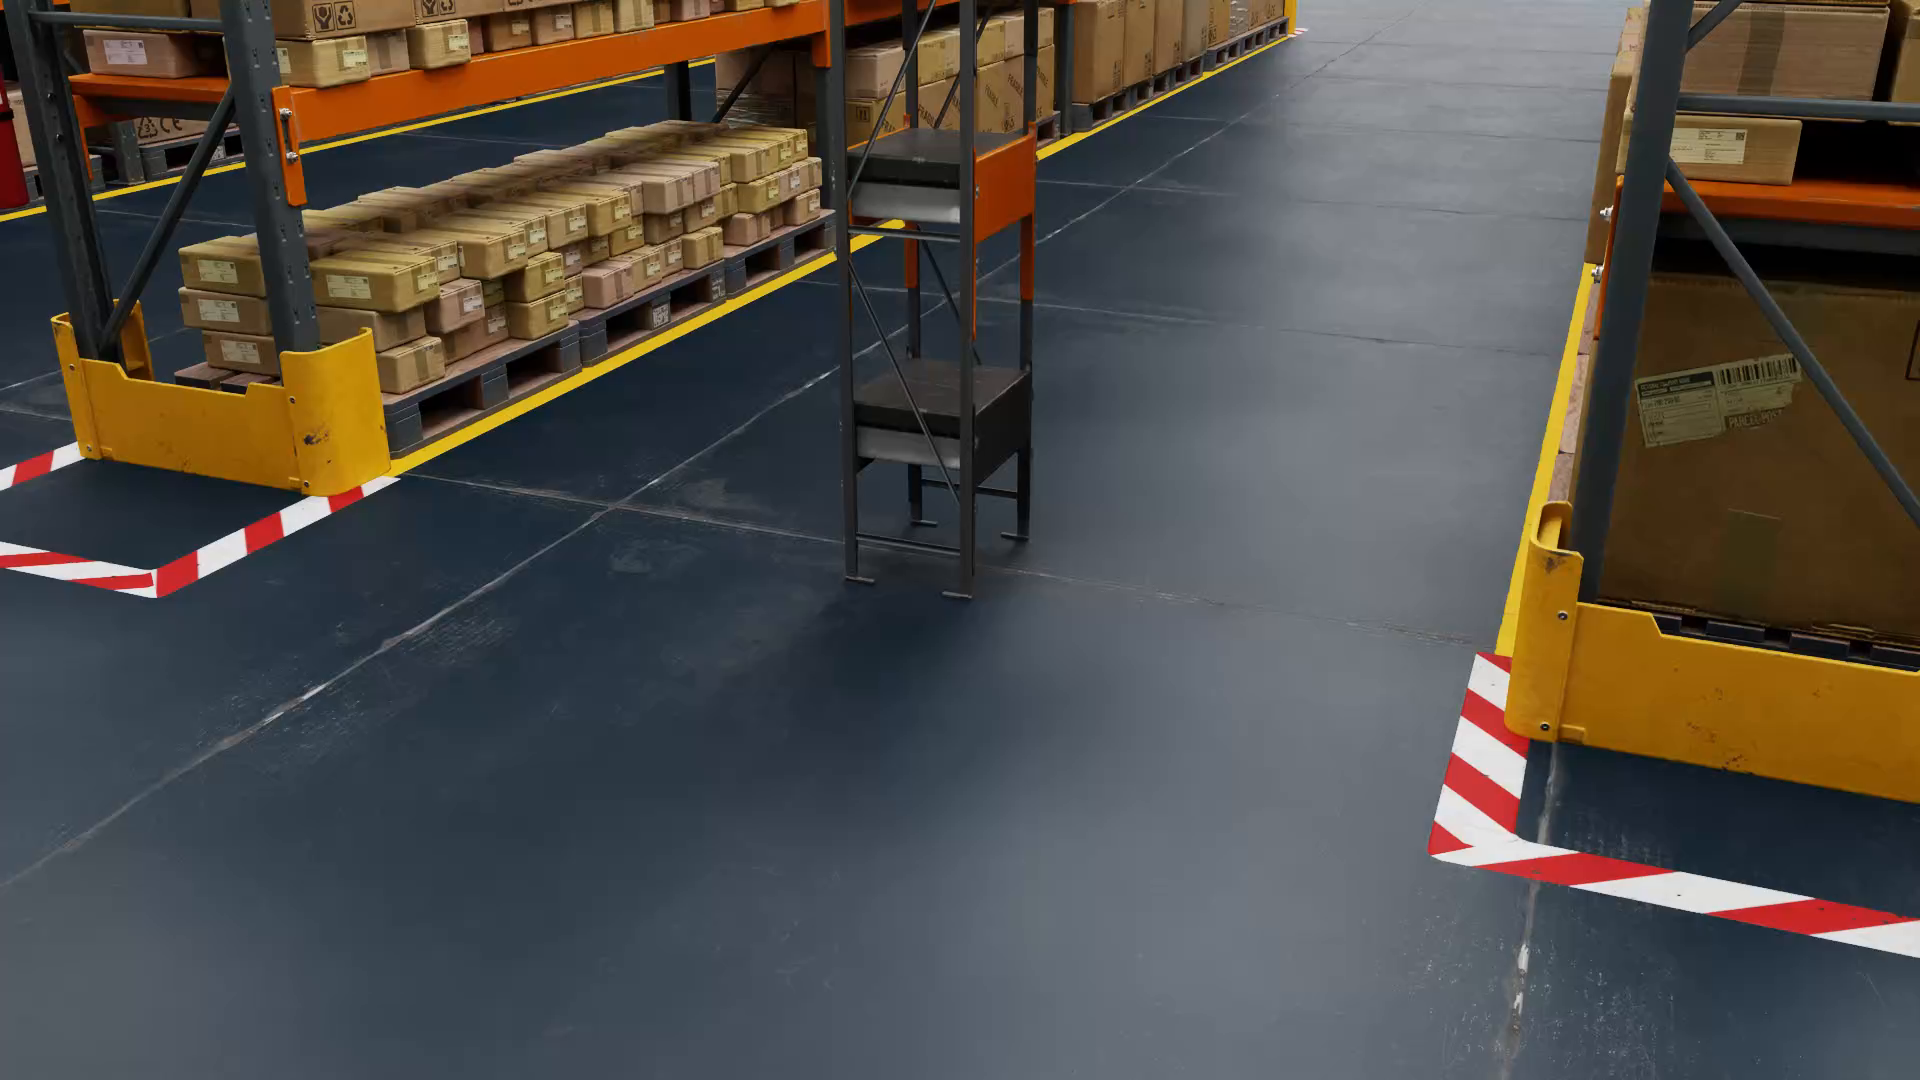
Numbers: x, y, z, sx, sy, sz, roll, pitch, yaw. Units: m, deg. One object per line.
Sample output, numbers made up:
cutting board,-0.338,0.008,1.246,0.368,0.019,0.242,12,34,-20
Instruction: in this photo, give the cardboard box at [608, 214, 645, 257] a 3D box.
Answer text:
cardboard box,-1.640,-1.378,7.425,0.380,0.149,0.250,10,25,23

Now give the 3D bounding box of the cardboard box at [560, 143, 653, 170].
cardboard box,-1.730,-1.845,8.157,0.380,0.149,0.250,8,24,19

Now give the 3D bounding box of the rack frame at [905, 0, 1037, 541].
rack frame,0.029,-0.997,4.913,0.400,2.100,0.015,9,24,20

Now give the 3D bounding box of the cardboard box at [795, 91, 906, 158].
cardboard box,-0.608,-2.337,9.651,0.500,0.500,0.500,10,25,22

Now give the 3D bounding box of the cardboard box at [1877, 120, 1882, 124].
cardboard box,2.771,-1.224,4.615,0.380,0.149,0.250,8,24,19

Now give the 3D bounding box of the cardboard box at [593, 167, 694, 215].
cardboard box,-1.435,-1.581,7.525,0.380,0.149,0.250,8,24,18

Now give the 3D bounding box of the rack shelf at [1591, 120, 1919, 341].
rack shelf,2.696,-1.276,5.346,1.077,0.370,4.000,9,24,20

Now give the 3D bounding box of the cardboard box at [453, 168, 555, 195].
cardboard box,-2.053,-1.574,7.507,0.380,0.149,0.250,9,24,20

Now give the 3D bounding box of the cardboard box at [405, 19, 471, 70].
cardboard box,-1.984,-1.777,5.939,0.380,0.149,0.250,8,24,19

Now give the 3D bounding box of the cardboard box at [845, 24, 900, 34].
cardboard box,-0.700,-3.132,10.582,0.500,0.250,0.500,8,24,18

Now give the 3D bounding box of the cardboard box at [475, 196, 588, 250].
cardboard box,-1.774,-1.316,6.892,0.380,0.149,0.250,10,25,22

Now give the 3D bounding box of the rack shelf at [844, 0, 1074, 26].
rack shelf,-0.386,-3.454,10.560,1.077,0.370,4.000,9,24,20

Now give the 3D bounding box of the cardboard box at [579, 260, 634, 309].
cardboard box,-1.639,-1.111,7.172,0.380,0.149,0.250,8,24,17

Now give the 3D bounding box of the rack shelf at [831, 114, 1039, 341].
rack shelf,-0.062,-0.897,4.709,0.431,0.518,0.480,9,24,20

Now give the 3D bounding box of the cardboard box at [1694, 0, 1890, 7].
cardboard box,1.890,-1.518,3.829,0.500,0.500,0.500,9,24,21

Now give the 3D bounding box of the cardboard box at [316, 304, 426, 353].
cardboard box,-2.182,-0.805,6.053,0.380,0.149,0.250,10,25,22

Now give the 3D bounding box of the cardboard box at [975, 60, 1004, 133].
cardboard box,-0.022,-2.892,10.980,0.500,0.500,0.500,8,24,18

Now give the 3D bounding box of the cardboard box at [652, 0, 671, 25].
cardboard box,-1.503,-2.350,7.309,0.380,0.149,0.250,8,24,19

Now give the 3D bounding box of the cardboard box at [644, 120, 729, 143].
cardboard box,-1.449,-2.129,8.837,0.380,0.149,0.250,10,25,22

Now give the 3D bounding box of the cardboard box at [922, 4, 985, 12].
cardboard box,-0.124,-3.676,11.883,0.500,0.250,0.500,8,24,18

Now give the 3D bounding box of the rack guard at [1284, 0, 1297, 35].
rack guard,3.338,-6.219,19.491,1.175,0.500,0.348,9,24,20

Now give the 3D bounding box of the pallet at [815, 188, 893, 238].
pallet,-0.841,-2.062,9.913,1.003,0.211,1.213,9,24,20

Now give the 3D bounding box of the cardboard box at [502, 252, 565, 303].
cardboard box,-1.823,-1.071,6.691,0.380,0.149,0.250,10,25,22

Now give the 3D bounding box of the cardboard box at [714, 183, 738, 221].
cardboard box,-1.307,-1.655,8.087,0.380,0.149,0.250,9,24,21

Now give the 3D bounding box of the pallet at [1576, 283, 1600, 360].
pallet,3.084,-0.776,6.834,1.003,0.211,1.213,9,24,20

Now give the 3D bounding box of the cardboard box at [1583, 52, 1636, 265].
cardboard box,3.658,-1.769,7.805,1.225,0.875,0.875,9,24,20

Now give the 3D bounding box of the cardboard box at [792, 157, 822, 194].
cardboard box,-0.951,-1.927,8.740,0.380,0.149,0.250,9,24,21

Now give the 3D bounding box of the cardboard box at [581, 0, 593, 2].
cardboard box,-1.639,-2.495,6.816,0.500,0.500,0.500,8,24,19

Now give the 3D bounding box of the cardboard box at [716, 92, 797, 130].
cardboard box,-1.088,-2.411,9.829,0.500,0.500,0.500,8,24,19

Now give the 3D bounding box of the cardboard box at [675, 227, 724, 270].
cardboard box,-1.342,-1.389,7.837,0.380,0.149,0.250,9,24,20

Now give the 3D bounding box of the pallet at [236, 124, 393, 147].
pallet,-5.094,-3.181,12.591,1.003,0.211,1.213,9,24,20

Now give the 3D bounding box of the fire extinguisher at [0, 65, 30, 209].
fire extinguisher,-3.137,-1.407,5.310,0.296,0.674,0.183,9,24,20

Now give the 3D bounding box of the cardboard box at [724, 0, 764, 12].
cardboard box,-1.167,-2.623,7.965,0.380,0.149,0.250,10,25,22

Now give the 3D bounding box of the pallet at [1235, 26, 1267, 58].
pallet,2.650,-5.345,17.772,1.003,0.211,1.213,9,24,20

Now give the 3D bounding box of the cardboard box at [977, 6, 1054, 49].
cardboard box,0.346,-3.605,11.715,0.500,0.250,0.500,8,24,19

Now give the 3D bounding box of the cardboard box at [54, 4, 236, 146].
cardboard box,-5.606,-3.189,11.205,0.875,0.875,0.875,10,25,22

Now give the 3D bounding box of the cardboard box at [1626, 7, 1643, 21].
cardboard box,4.649,-2.724,10.092,1.225,0.875,0.875,8,24,18

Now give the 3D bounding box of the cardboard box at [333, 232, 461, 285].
cardboard box,-2.114,-1.046,6.245,0.380,0.149,0.250,9,24,21

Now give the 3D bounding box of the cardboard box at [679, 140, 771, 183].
cardboard box,-1.163,-1.871,8.219,0.380,0.149,0.250,9,24,20

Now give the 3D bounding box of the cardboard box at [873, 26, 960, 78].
cardboard box,-0.220,-3.056,10.399,0.500,0.250,0.500,10,25,22

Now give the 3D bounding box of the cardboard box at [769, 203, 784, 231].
cardboard box,-1.132,-1.678,8.530,0.380,0.149,0.250,9,24,22

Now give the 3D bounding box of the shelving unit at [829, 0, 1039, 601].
shelving unit,-0.062,-0.910,4.703,0.431,2.100,0.503,9,24,20

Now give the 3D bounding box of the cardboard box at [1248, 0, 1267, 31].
cardboard box,2.813,-6.010,17.959,0.875,0.875,0.875,8,24,19

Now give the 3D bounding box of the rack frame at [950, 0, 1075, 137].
rack frame,0.357,-4.501,12.135,1.000,3.000,0.127,9,24,20

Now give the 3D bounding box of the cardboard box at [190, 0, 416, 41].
cardboard box,-2.191,-1.943,5.494,0.500,0.500,0.500,10,25,23

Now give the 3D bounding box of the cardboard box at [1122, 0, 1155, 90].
cardboard box,0.988,-4.175,13.728,1.050,0.750,0.750,9,24,21

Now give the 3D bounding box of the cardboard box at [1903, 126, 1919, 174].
cardboard box,2.485,-0.948,3.954,0.380,0.149,0.250,8,24,19

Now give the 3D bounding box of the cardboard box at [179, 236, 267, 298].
cardboard box,-2.653,-1.017,6.175,0.380,0.149,0.250,9,24,21

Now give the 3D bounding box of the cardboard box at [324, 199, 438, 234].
cardboard box,-2.373,-1.293,6.836,0.380,0.149,0.250,8,24,18

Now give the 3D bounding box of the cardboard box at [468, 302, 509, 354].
cardboard box,-2.016,-0.854,6.556,0.380,0.149,0.250,9,24,21

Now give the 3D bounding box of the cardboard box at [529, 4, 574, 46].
cardboard box,-1.774,-2.067,6.634,0.380,0.149,0.250,8,24,19

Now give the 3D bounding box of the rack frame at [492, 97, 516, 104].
rack frame,-4.276,-5.174,13.745,1.000,3.000,0.127,9,24,20

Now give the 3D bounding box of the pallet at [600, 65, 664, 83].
pallet,-3.530,-4.602,15.993,1.003,0.211,1.213,9,24,20

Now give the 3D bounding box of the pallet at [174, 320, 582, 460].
pallet,-2.252,-0.665,6.567,1.003,0.211,1.213,9,24,20

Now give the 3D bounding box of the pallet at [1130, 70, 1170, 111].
pallet,1.175,-3.921,14.363,1.003,0.211,1.213,9,24,20
